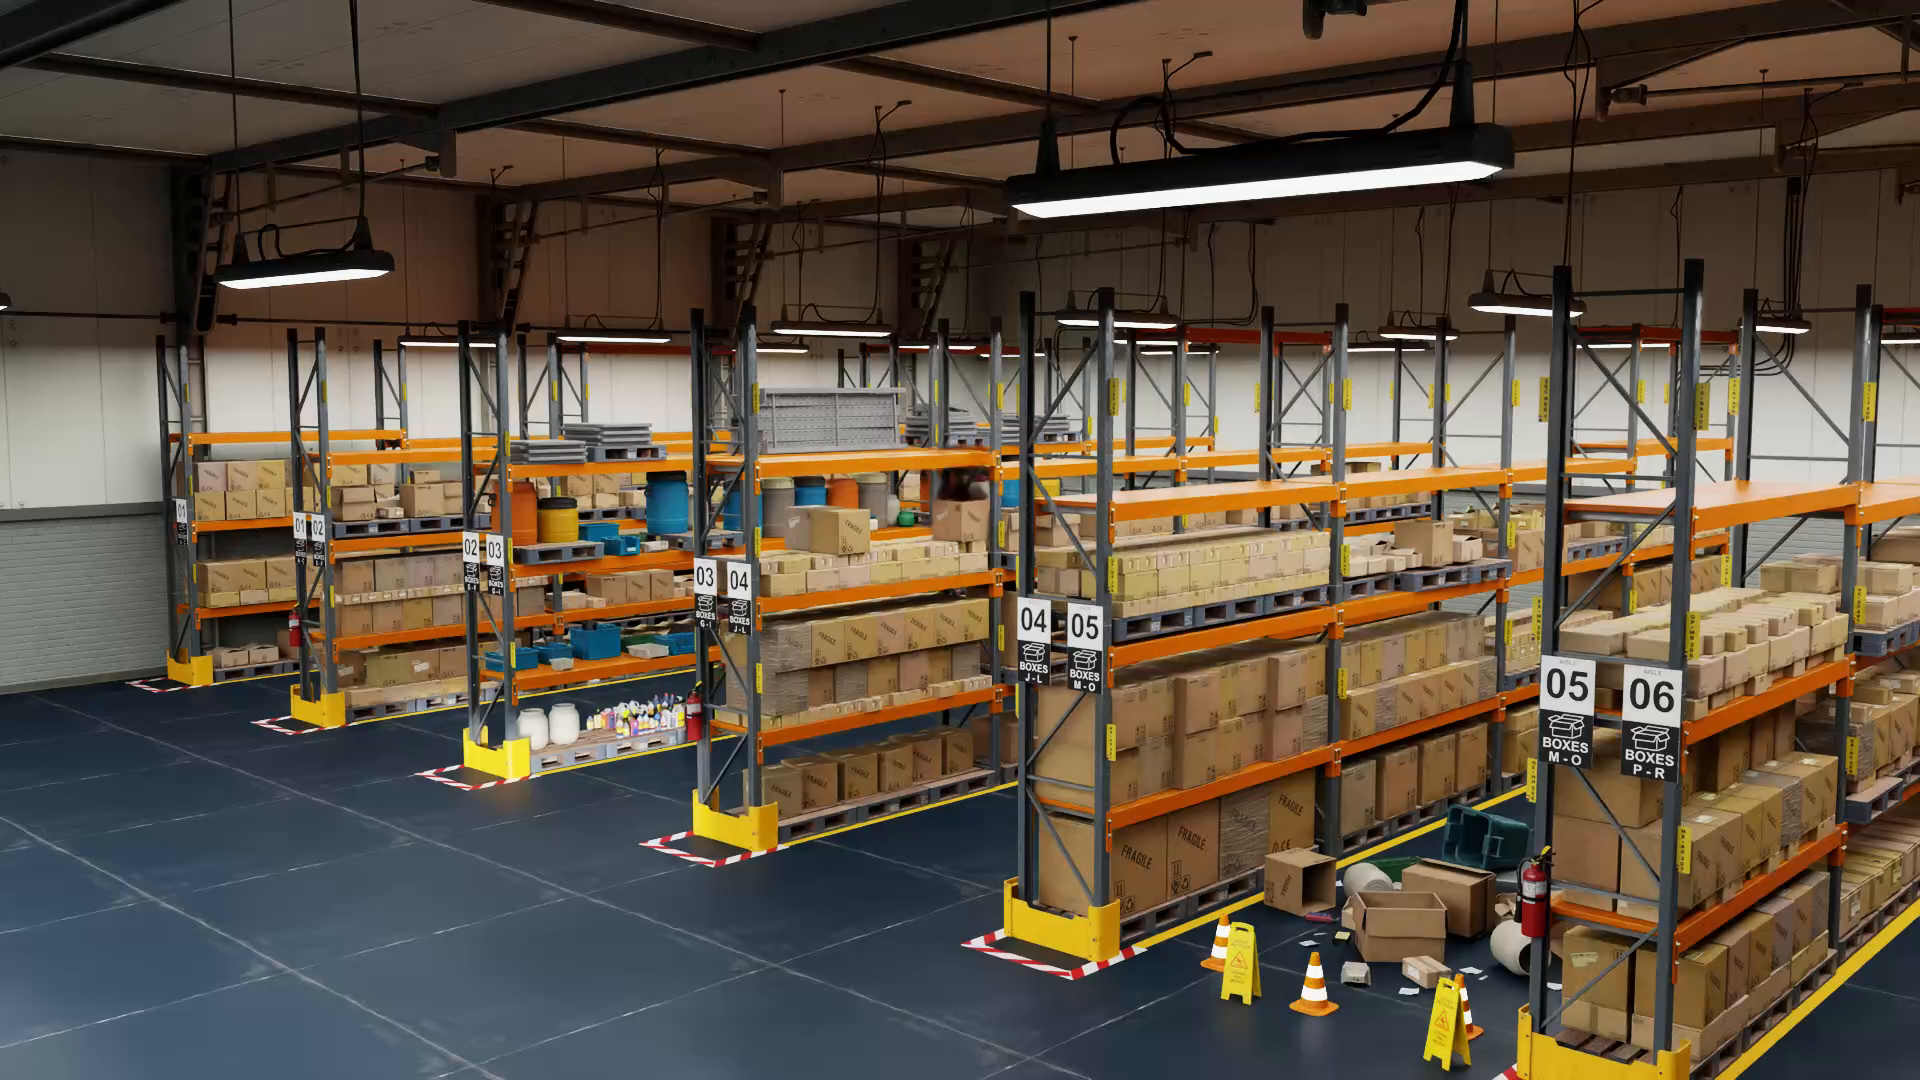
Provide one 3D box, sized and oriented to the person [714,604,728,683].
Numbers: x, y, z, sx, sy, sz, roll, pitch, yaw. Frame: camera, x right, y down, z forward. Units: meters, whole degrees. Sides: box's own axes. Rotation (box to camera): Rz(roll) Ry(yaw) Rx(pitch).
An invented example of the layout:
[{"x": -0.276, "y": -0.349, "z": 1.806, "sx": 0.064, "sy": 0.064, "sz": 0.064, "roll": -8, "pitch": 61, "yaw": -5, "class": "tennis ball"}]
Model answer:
[{"x": -4.115, "y": 1.560, "z": 28.811, "sx": 0.482, "sy": 1.730, "sz": 1.007, "roll": 4, "pitch": 7, "yaw": 35, "class": "person"}]
